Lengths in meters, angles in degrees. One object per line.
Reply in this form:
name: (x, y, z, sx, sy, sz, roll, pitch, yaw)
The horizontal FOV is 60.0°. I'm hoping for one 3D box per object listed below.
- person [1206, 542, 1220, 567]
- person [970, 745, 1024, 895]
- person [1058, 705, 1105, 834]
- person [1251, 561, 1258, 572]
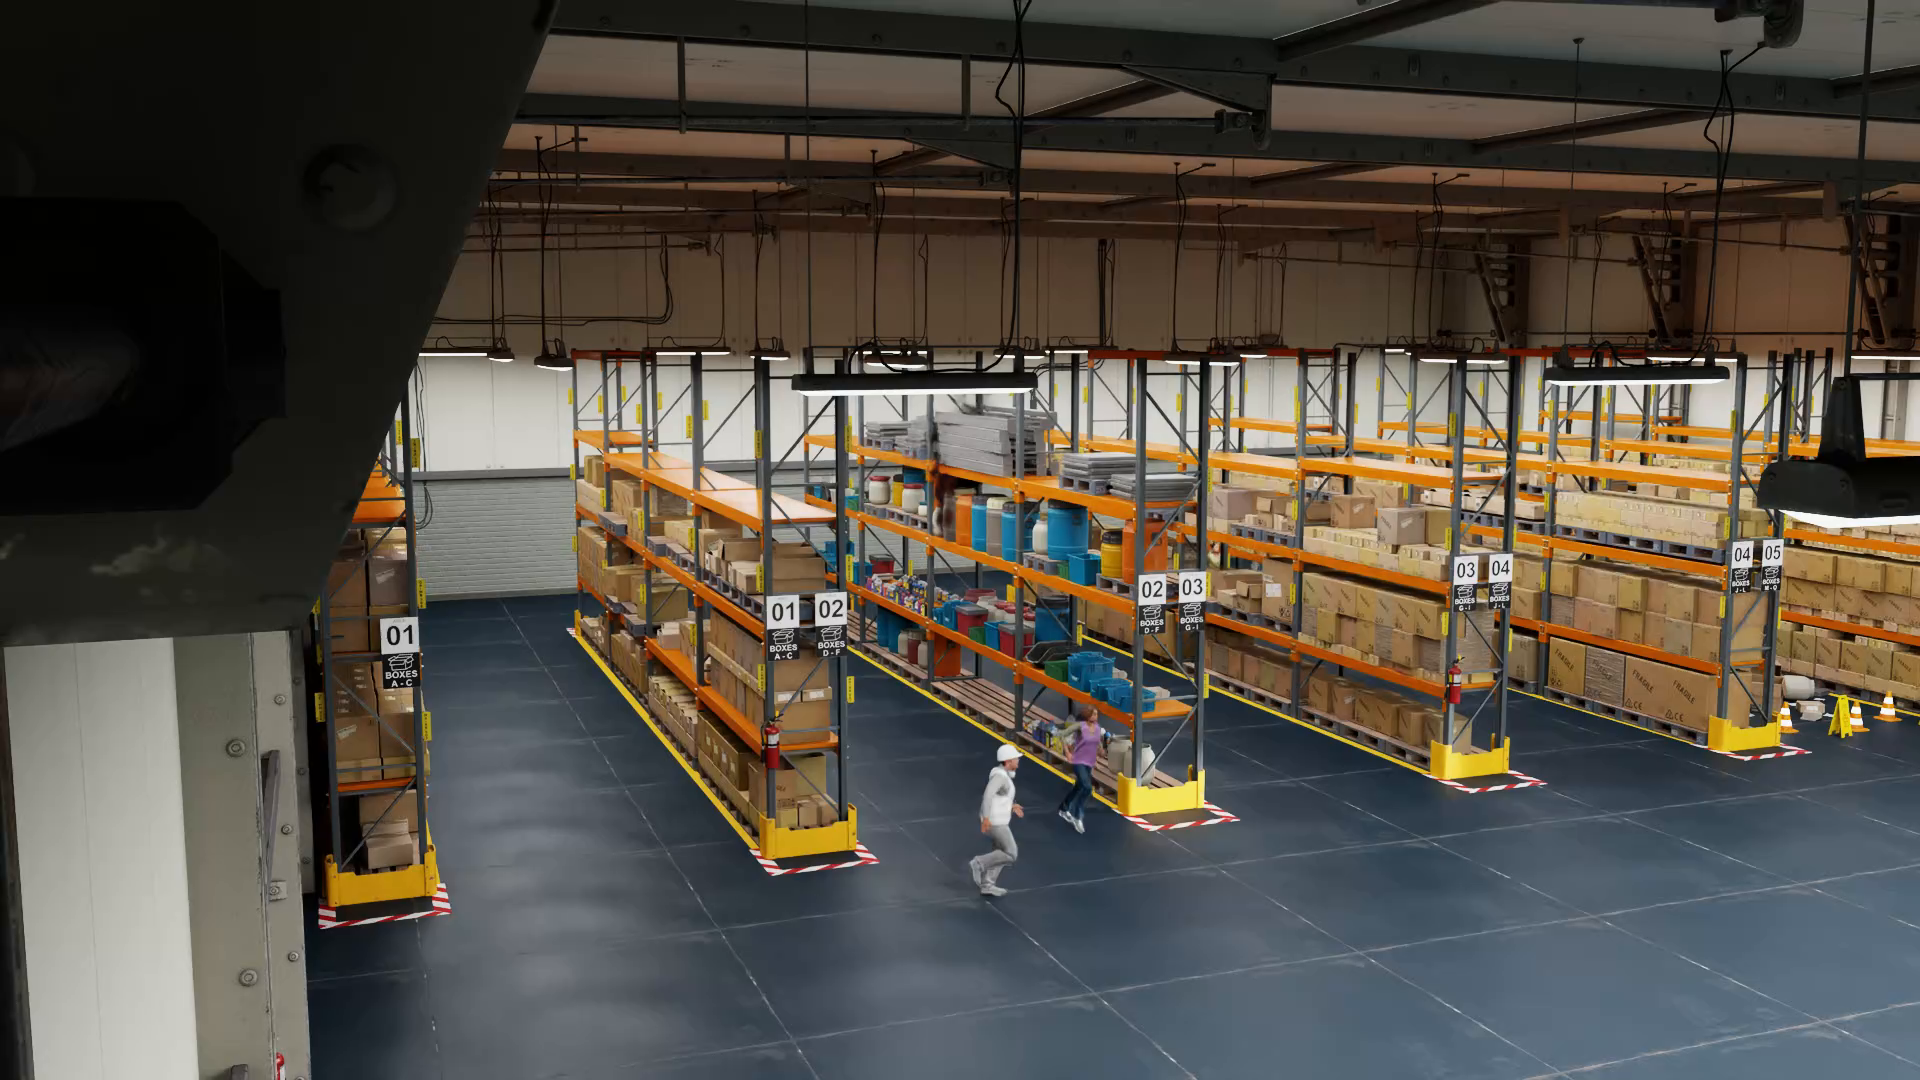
person: (5.708, 0.866, 37.120, 0.575, 1.654, 0.969, -3, 8, -21)
person: (0.416, 3.158, 18.790, 0.618, 1.711, 0.657, 0, 7, -1)
person: (1.561, 2.904, 21.364, 0.519, 1.599, 0.728, -7, 10, -42)
person: (7.697, 0.290, 42.098, 0.776, 1.730, 0.577, -3, 8, -19)
